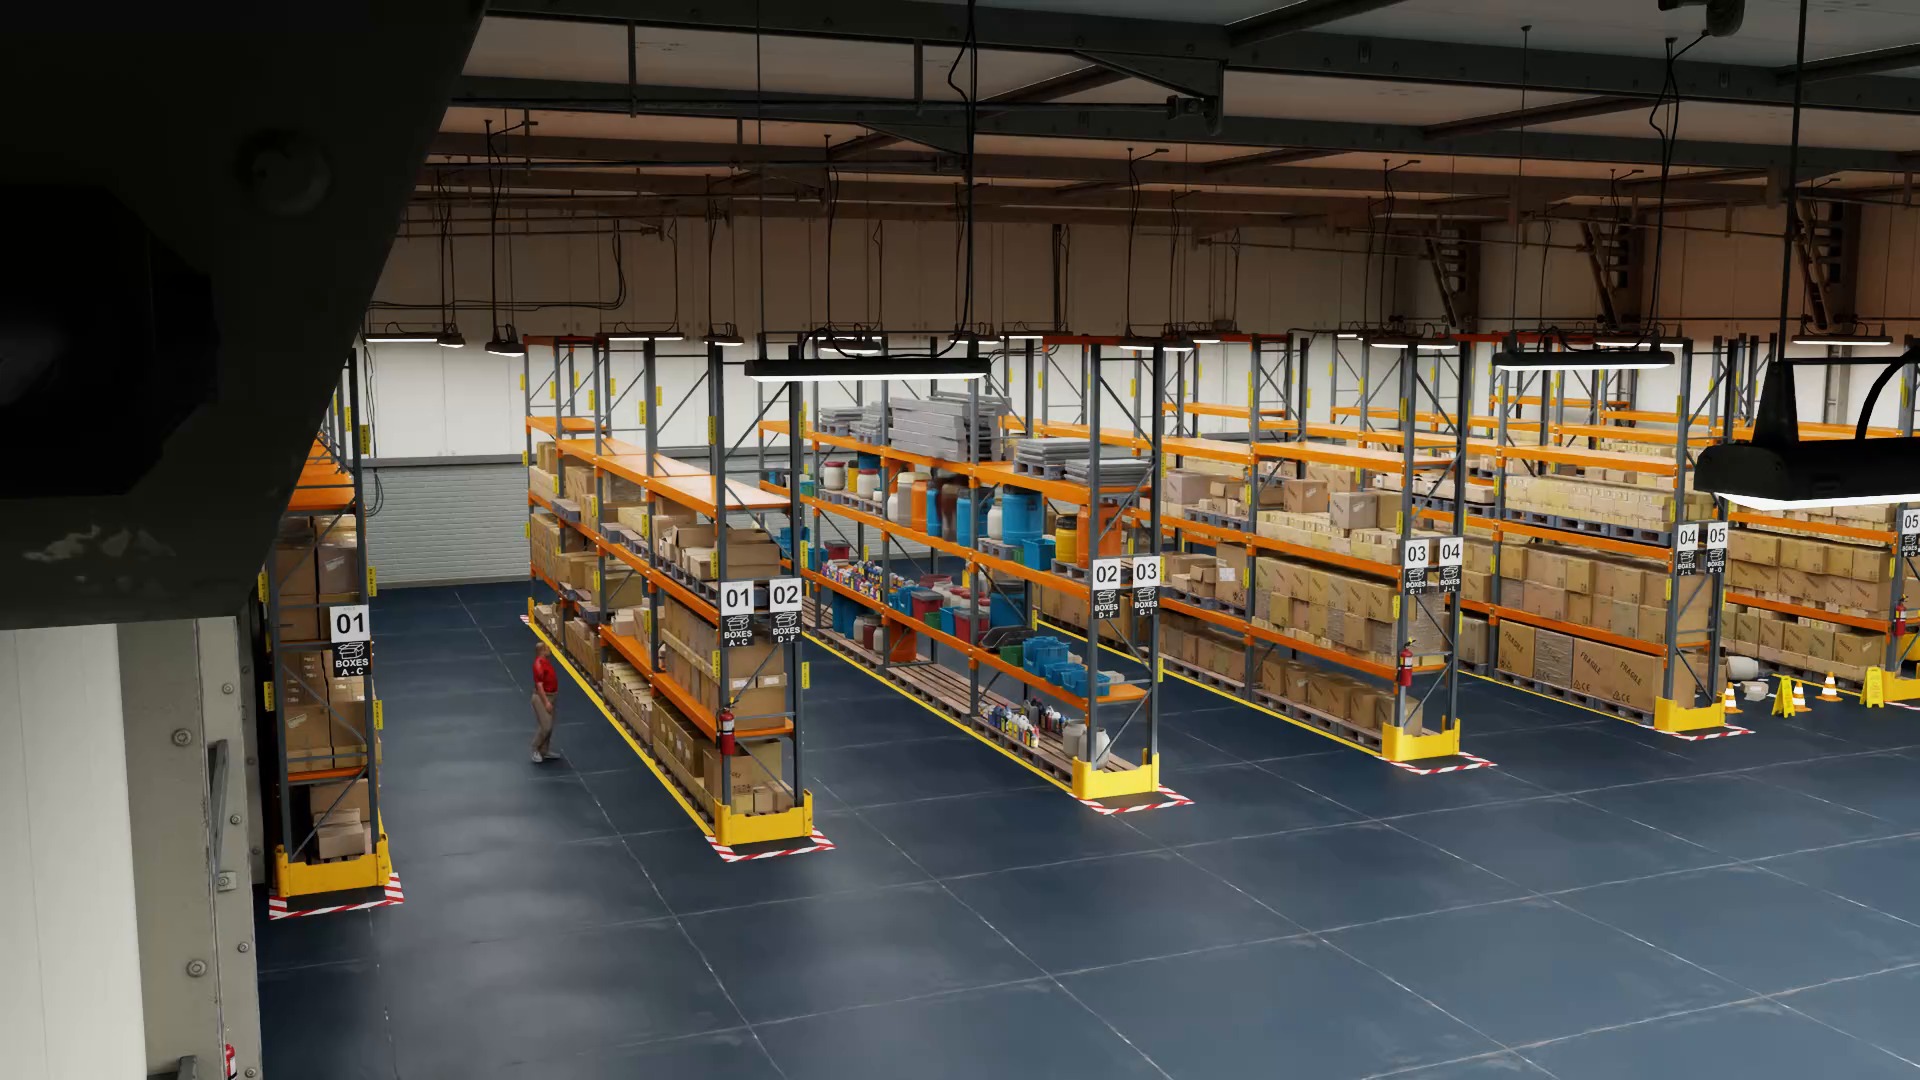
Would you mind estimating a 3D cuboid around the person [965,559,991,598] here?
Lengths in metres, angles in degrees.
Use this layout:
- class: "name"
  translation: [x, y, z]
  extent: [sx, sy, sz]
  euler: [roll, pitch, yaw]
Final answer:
- class: "person"
  translation: [0.415, 0.849, 35.211]
  extent: [0.558, 1.664, 0.501]
  euler: [-2, 8, -18]

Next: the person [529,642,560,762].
- class: "person"
  translation: [-5.973, 2.310, 23.856]
  extent: [0.436, 1.726, 0.538]
  euler: [1, 8, 8]

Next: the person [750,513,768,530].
- class: "person"
  translation: [-4.881, 0.135, 40.622]
  extent: [0.512, 1.742, 0.486]
  euler: [-1, 8, -4]
